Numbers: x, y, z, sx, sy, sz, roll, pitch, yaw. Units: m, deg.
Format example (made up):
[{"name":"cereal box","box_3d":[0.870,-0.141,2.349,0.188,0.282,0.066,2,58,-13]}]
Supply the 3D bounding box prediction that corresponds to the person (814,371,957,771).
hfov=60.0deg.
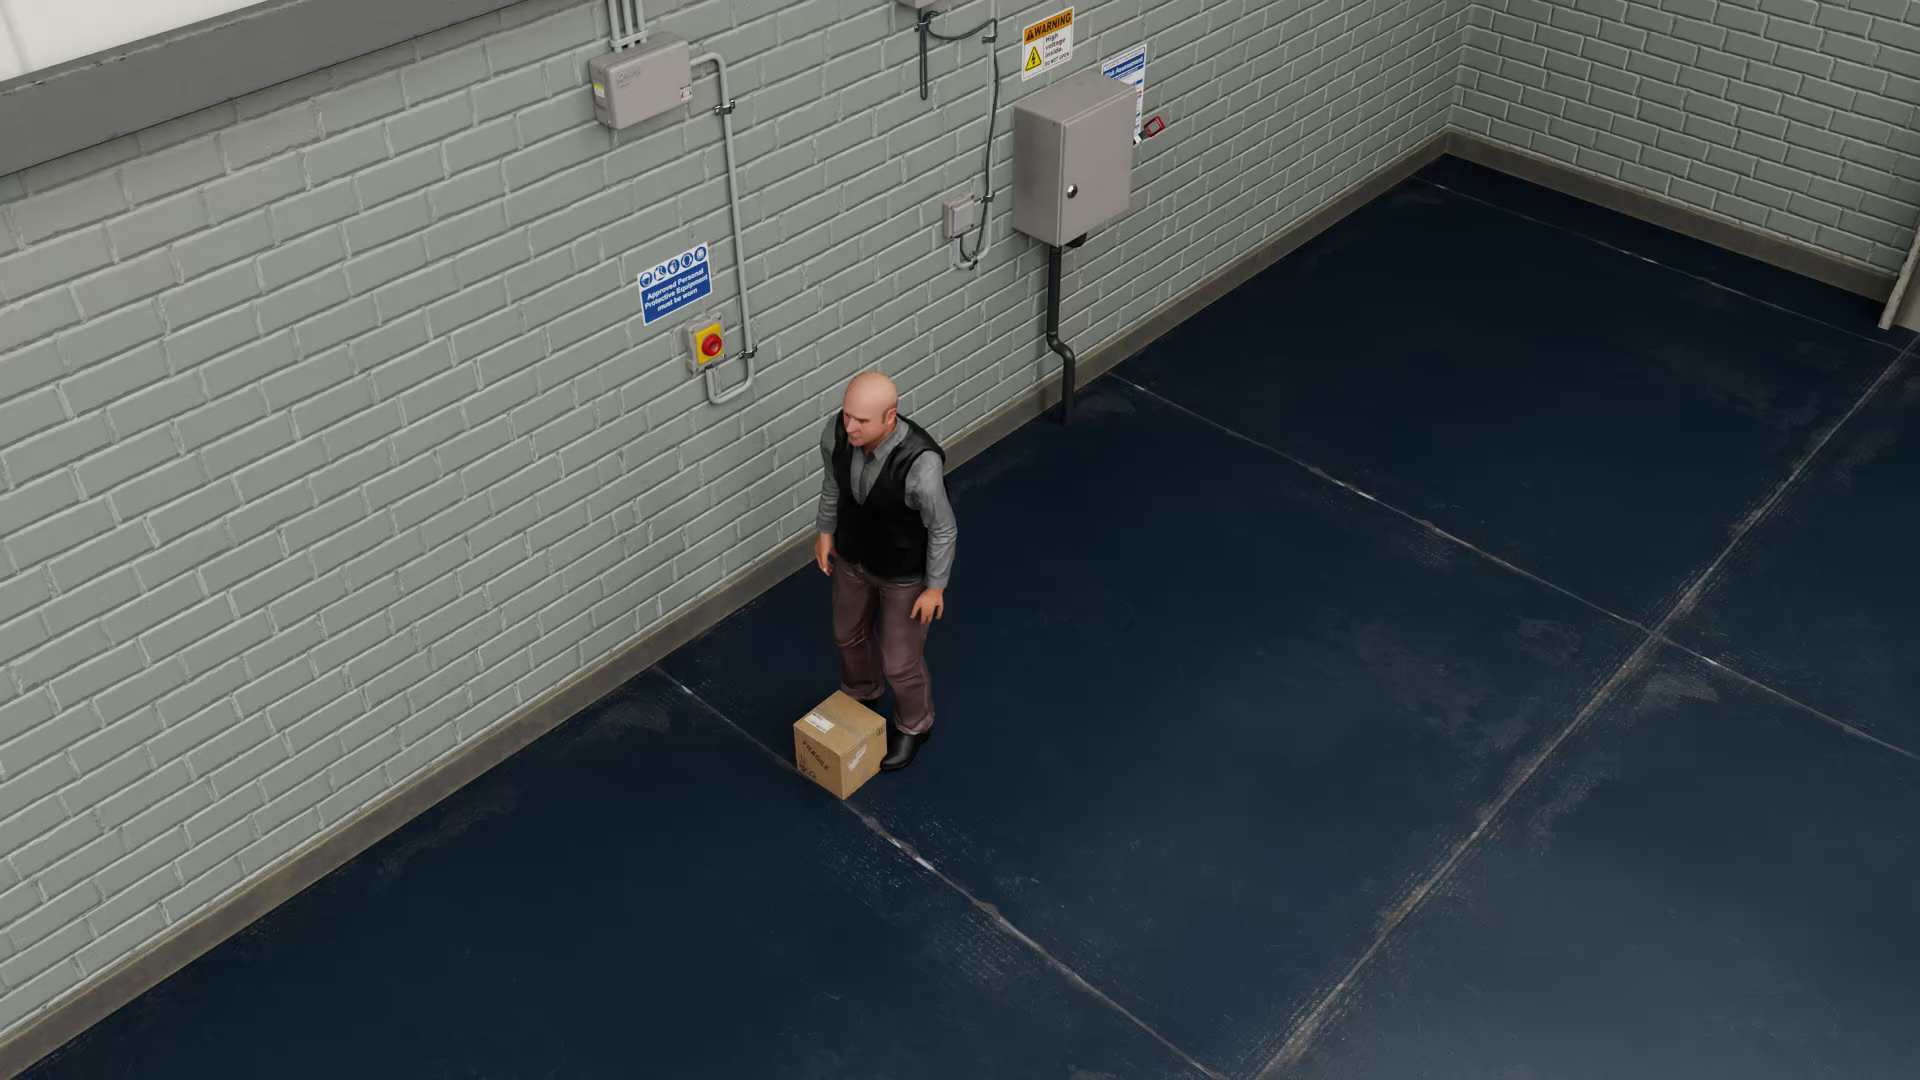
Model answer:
[{"name":"person","box_3d":[-0.267,0.082,6.072,0.594,1.721,0.417,27,46,29]}]
